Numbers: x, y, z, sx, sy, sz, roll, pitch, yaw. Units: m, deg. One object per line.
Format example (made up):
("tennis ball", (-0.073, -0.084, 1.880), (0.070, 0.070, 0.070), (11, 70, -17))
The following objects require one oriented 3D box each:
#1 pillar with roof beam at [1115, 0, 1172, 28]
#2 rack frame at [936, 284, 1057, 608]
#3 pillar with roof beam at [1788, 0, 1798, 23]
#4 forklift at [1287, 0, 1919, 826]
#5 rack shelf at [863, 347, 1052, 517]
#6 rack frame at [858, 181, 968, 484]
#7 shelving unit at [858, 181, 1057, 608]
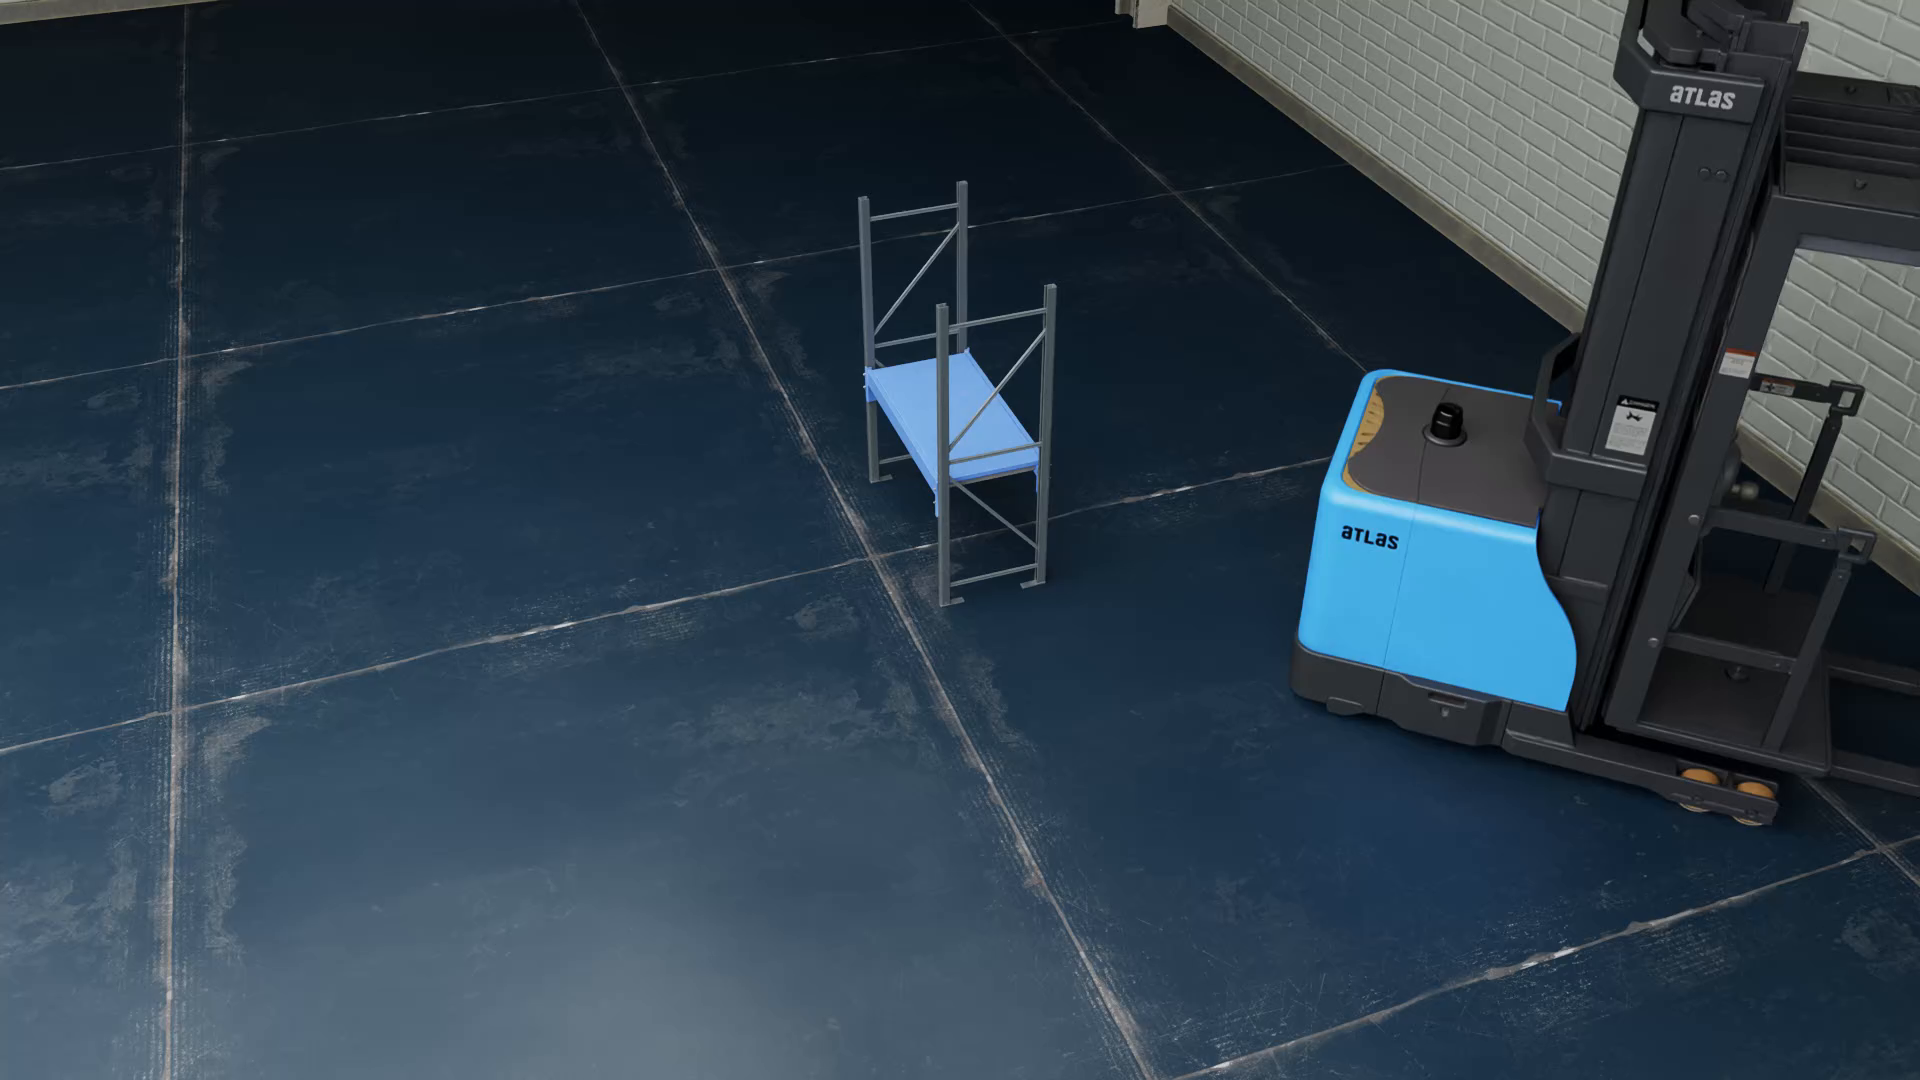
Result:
("pillar with roof beam", (-2.584, -6.877, 9.400), (9.100, 9.000, 0.400), (-12, 39, -16))
("rack frame", (0.146, -0.360, 6.981), (0.500, 1.500, 0.032), (-12, 39, -16))
("pillar with roof beam", (-0.519, -3.487, 4.900), (9.100, 9.000, 0.400), (-12, 39, -16))
("forklift", (2.920, -0.451, 5.913), (3.031, 2.935, 1.130), (13, 39, 17))
("rack shelf", (-0.029, -0.504, 7.471), (0.538, 0.185, 1.000), (-12, 39, -16))
("rack frame", (-0.204, -0.934, 7.744), (0.500, 1.500, 0.032), (-12, 39, -16))
("shelving unit", (-0.029, -0.647, 7.363), (0.538, 1.500, 1.048), (-12, 39, -16))
